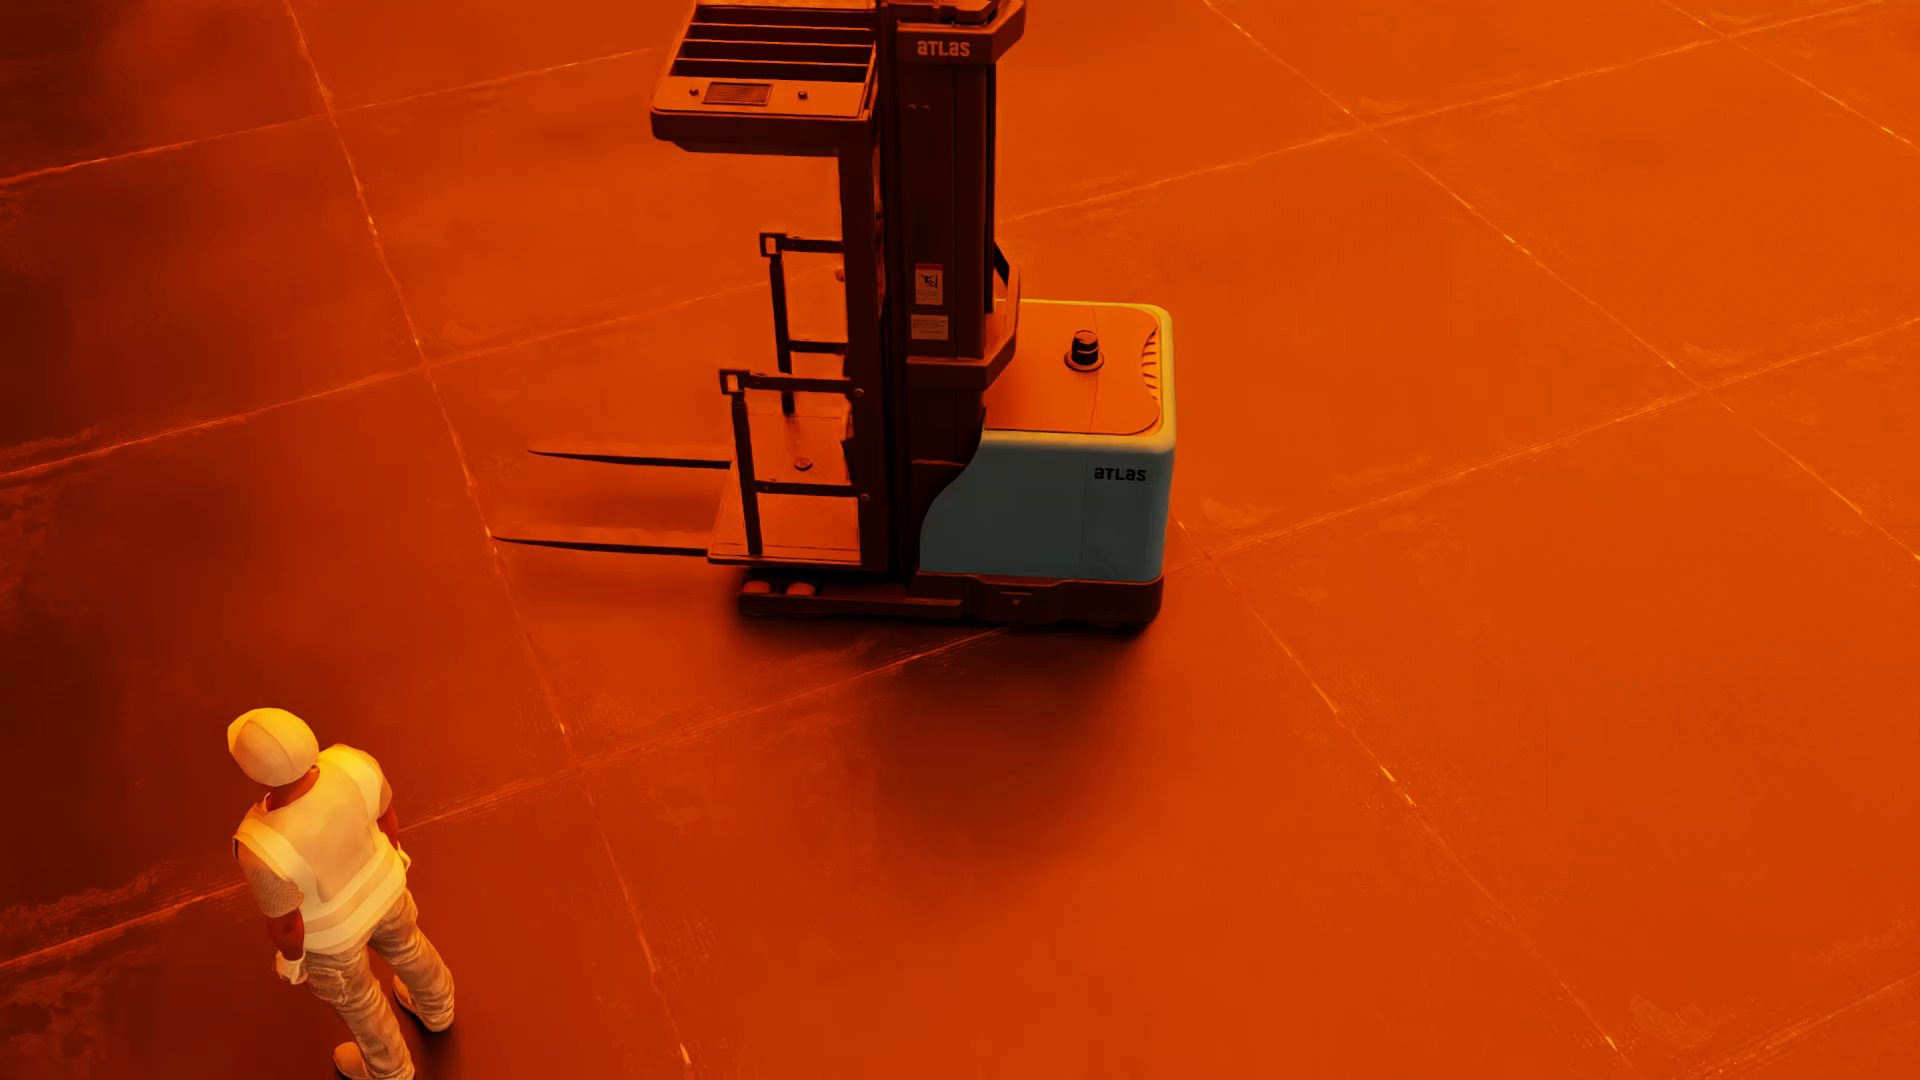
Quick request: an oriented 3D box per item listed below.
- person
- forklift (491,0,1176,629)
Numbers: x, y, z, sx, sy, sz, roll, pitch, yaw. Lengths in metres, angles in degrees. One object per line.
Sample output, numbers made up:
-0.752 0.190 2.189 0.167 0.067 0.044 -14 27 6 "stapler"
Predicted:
-1.986 1.147 5.290 0.386 1.790 0.538 19 46 20 "person"
-0.590 -1.078 6.835 3.031 2.935 1.130 3 43 3 "forklift"
